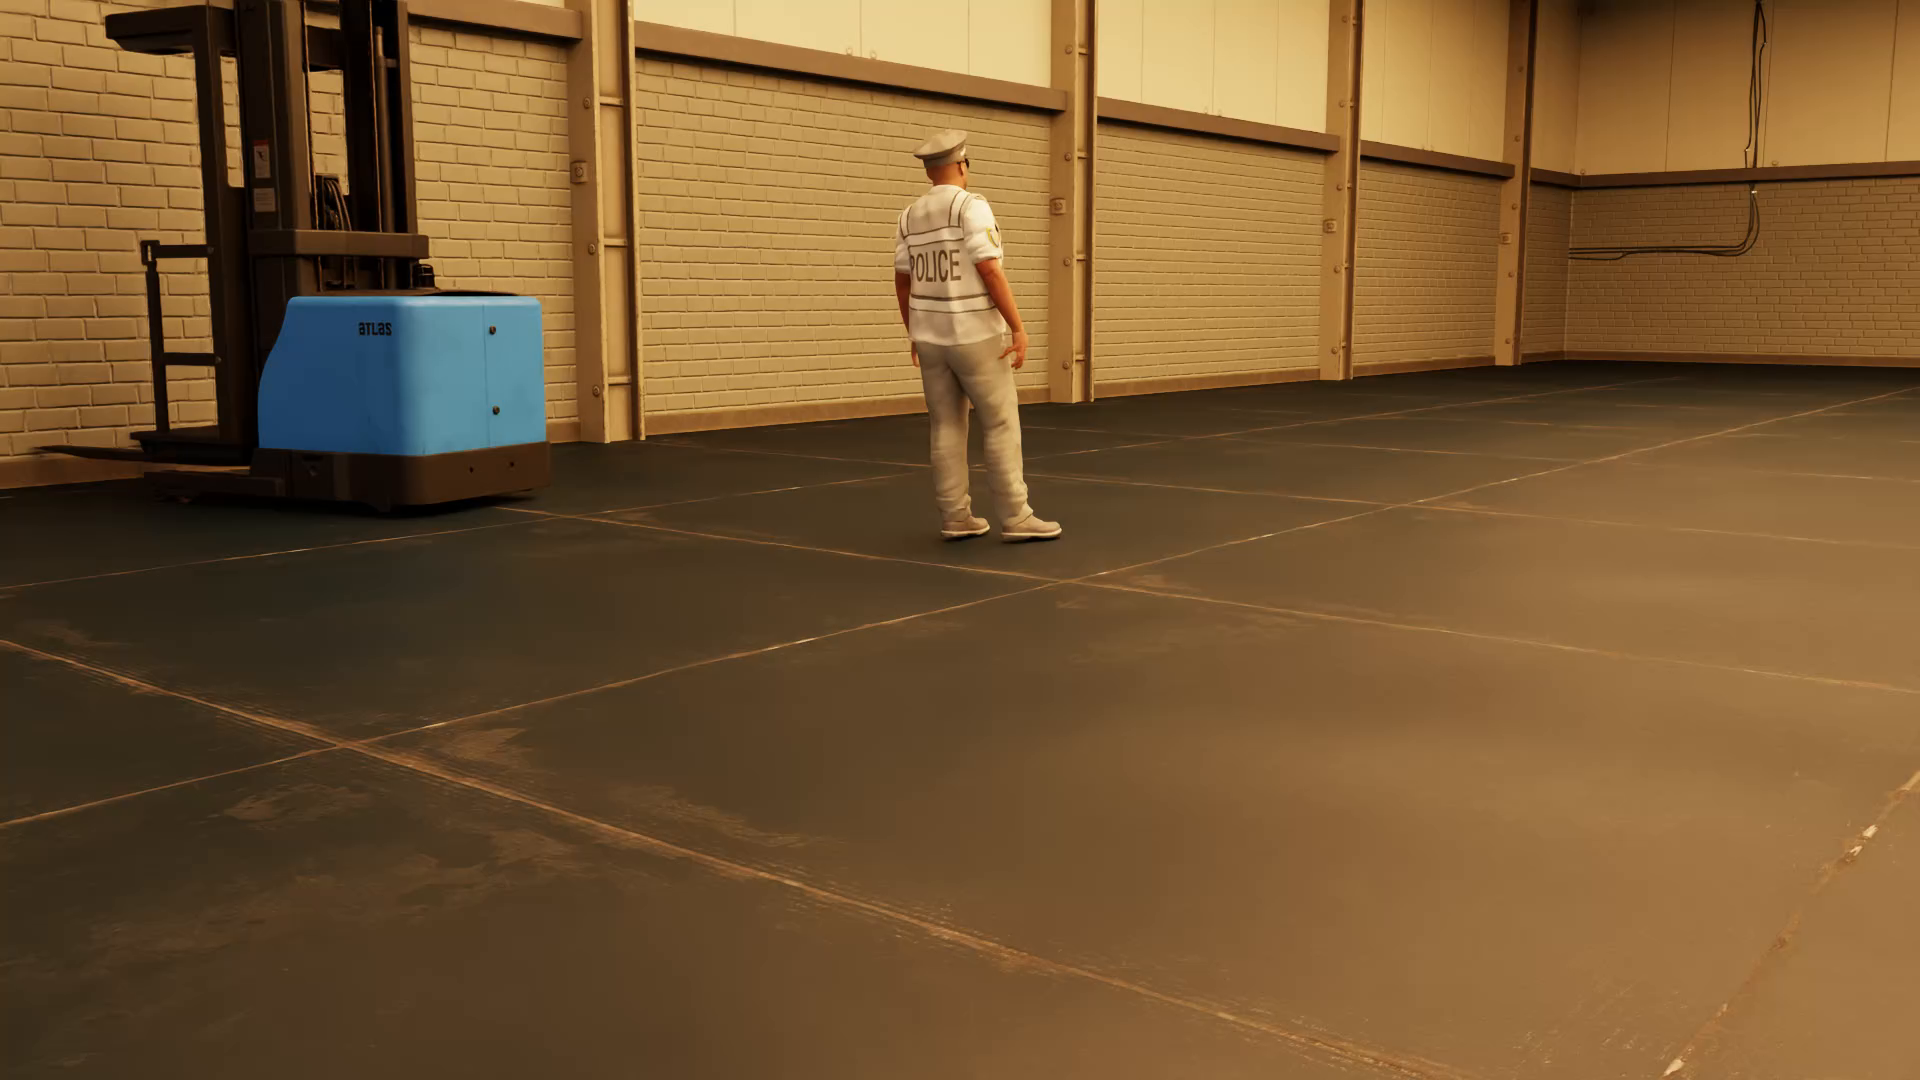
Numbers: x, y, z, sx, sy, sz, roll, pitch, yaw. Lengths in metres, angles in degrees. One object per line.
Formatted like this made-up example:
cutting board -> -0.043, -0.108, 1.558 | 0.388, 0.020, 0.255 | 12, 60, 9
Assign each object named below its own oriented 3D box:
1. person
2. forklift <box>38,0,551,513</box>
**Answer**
person -> 0.058, -0.897, 7.328 | 0.641, 1.780, 0.574 | 7, 11, 38
forklift -> -3.746, -1.705, 8.933 | 3.031, 2.935, 1.130 | 4, 9, 26
